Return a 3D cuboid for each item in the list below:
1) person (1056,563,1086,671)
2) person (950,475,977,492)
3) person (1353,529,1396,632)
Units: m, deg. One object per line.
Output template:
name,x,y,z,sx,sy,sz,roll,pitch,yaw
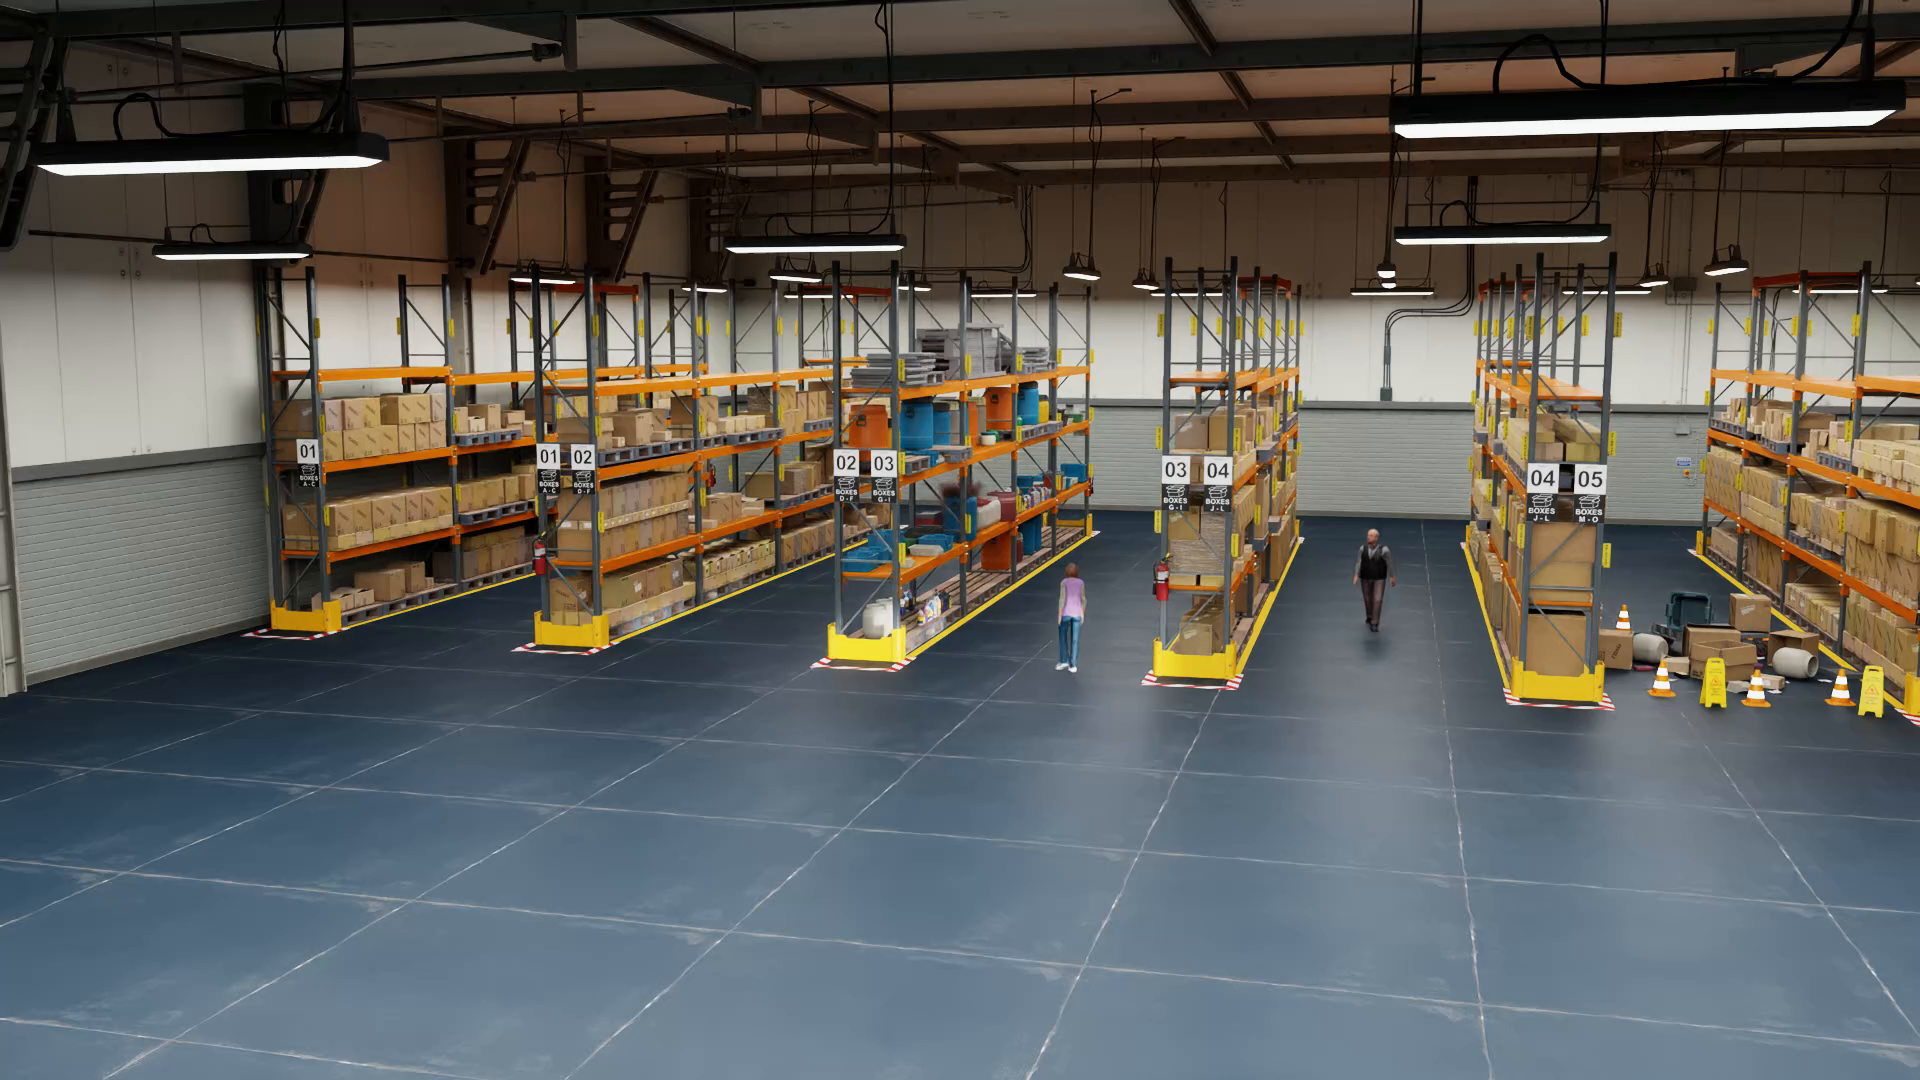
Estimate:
person,1.640,1.147,24.370,0.431,1.613,0.636,-1,7,-4
person,0.076,-0.801,39.754,0.612,1.544,0.745,3,8,24
person,6.901,0.650,27.701,0.644,1.663,1.076,3,8,23
